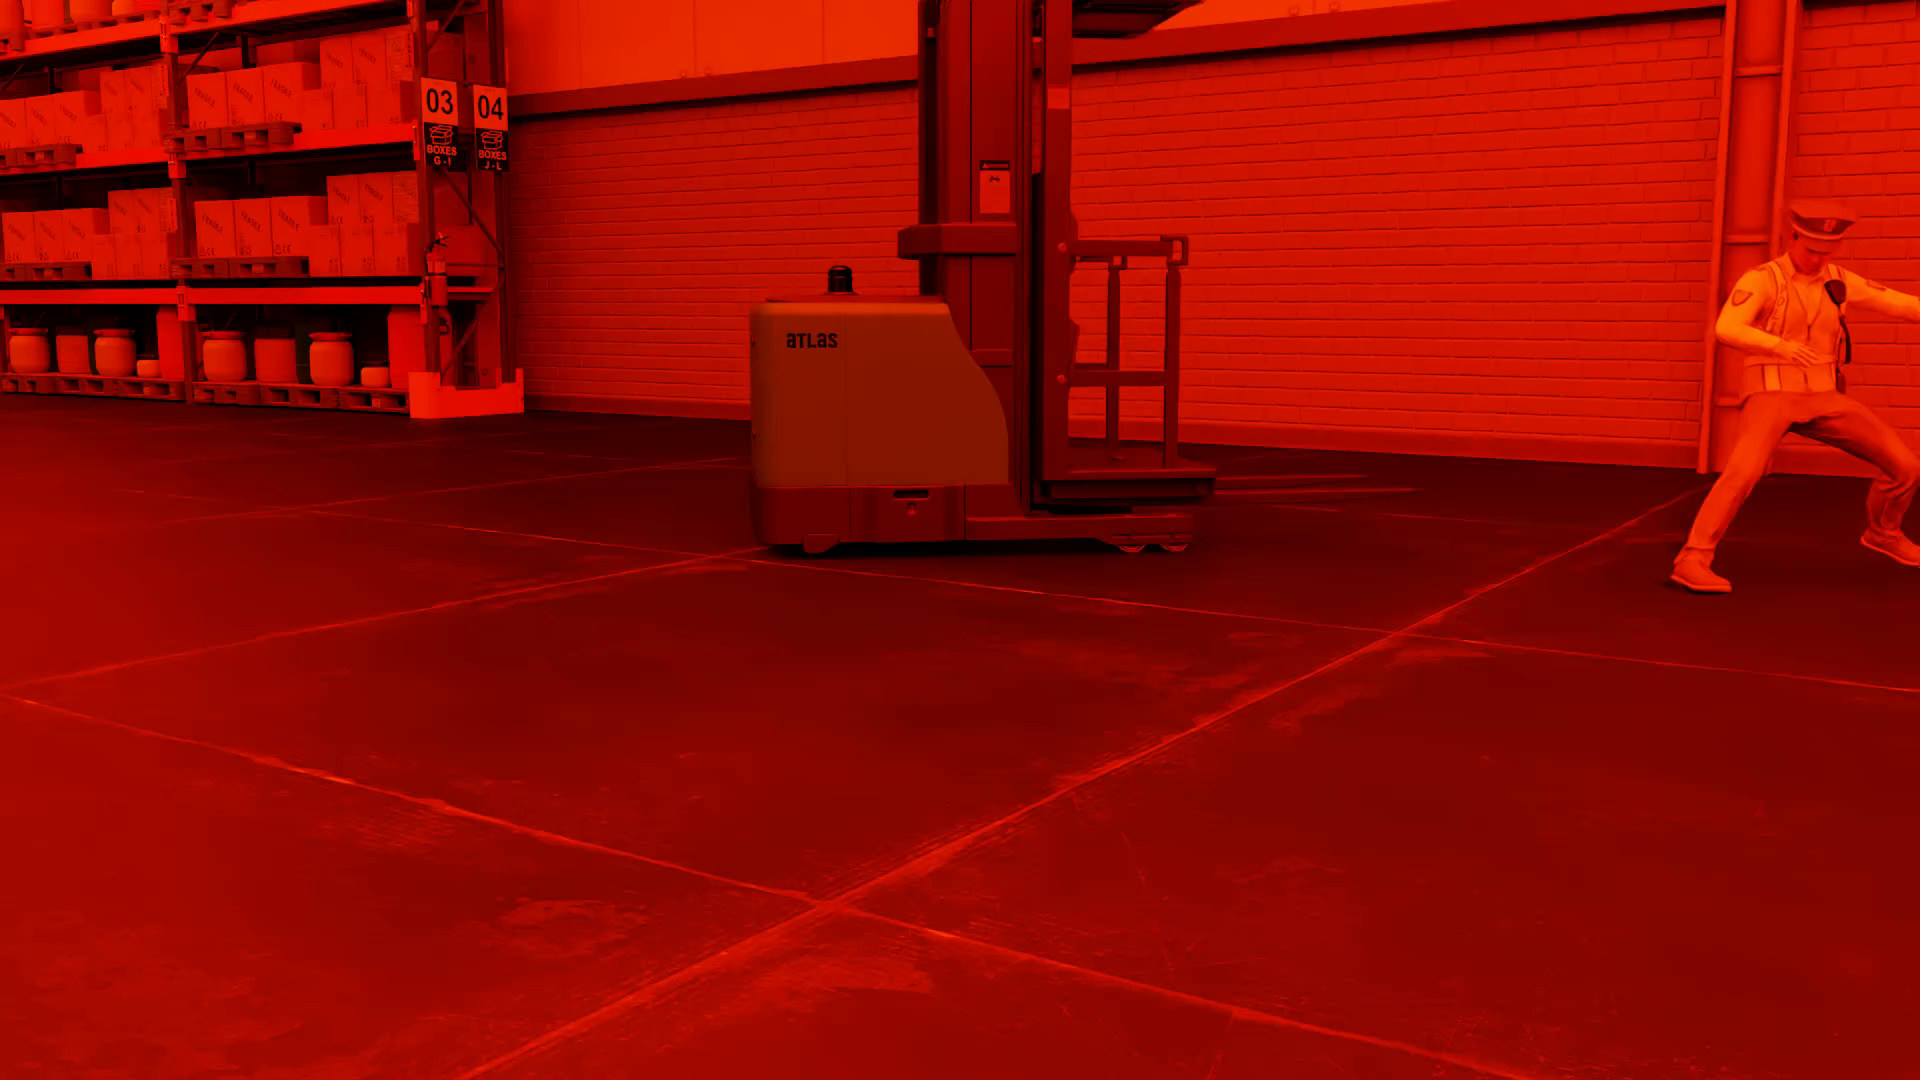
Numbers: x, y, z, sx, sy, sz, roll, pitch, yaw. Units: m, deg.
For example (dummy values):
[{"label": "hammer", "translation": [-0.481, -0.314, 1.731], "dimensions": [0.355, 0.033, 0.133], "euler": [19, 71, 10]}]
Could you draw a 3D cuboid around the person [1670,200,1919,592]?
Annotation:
[{"label": "person", "translation": [3.324, -0.570, 6.388], "dimensions": [1.219, 1.463, 0.704], "euler": [0, 8, -2]}]

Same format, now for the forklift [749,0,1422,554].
[{"label": "forklift", "translation": [0.570, -1.467, 7.512], "dimensions": [3.031, 2.935, 1.130], "euler": [-1, 8, -9]}]
